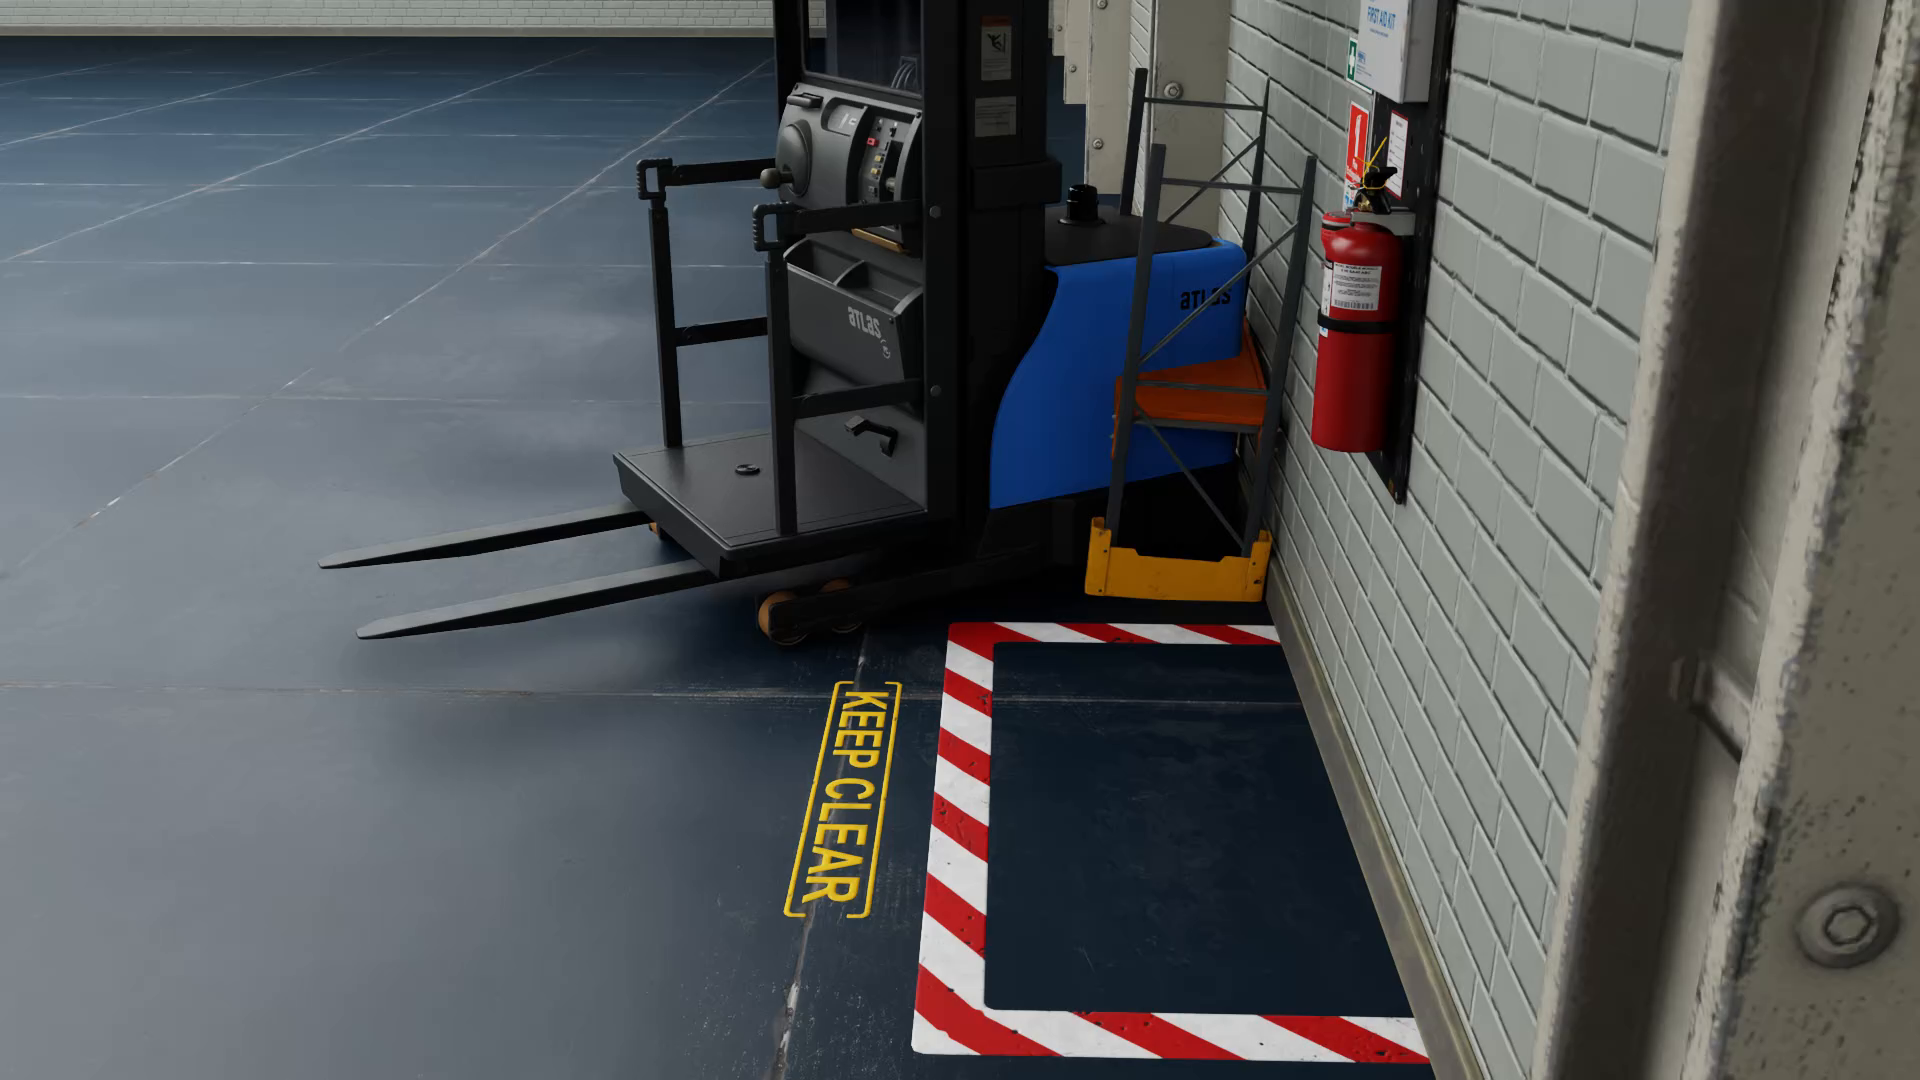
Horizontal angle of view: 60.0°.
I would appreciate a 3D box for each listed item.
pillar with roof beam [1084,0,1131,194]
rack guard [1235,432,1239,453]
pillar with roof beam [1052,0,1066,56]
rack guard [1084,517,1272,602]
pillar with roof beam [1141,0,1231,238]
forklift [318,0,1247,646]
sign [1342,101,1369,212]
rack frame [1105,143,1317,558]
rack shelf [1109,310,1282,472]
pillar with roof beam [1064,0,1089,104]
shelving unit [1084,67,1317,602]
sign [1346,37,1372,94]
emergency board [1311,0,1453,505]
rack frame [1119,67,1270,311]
[{"bbox_3d":[-3.155,-7.025,11.694,9.100,9.000,0.400,1,21,2],"label":"pillar with roof beam"},{"bbox_3d":[0.765,-0.392,6.375,0.587,0.250,0.087,5,28,1],"label":"rack guard"},{"bbox_3d":[-2.790,-11.364,22.876,9.100,9.000,0.400,1,21,2],"label":"pillar with roof beam"},{"bbox_3d":[0.717,0.075,5.497,0.587,0.250,0.087,5,28,1],"label":"rack guard"},{"bbox_3d":[-3.338,-4.855,6.102,9.100,9.000,0.400,1,21,2],"label":"pillar with roof beam"},{"bbox_3d":[-0.543,-1.256,5.213,3.031,2.935,1.130,-12,24,-27],"label":"forklift"},{"bbox_3d":[1.016,-0.950,4.282,0.001,0.329,0.234,1,21,2],"label":"sign"},{"bbox_3d":[0.758,-0.474,5.201,0.500,1.500,0.032,5,28,1],"label":"rack frame"},{"bbox_3d":[0.771,-0.554,5.734,0.538,0.185,1.000,5,28,1],"label":"rack shelf"},{"bbox_3d":[-2.973,-9.194,17.285,9.100,9.000,0.400,1,21,2],"label":"pillar with roof beam"},{"bbox_3d":[0.782,-0.708,5.641,0.587,1.500,1.083,5,28,1],"label":"shelving unit"},{"bbox_3d":[1.007,-1.196,4.182,0.001,0.109,0.331,1,21,2],"label":"sign"},{"bbox_3d":[0.896,-0.735,3.776,0.194,1.169,0.643,1,21,2],"label":"emergency board"},{"bbox_3d":[0.807,-0.950,6.098,0.500,1.500,0.032,5,28,1],"label":"rack frame"}]
